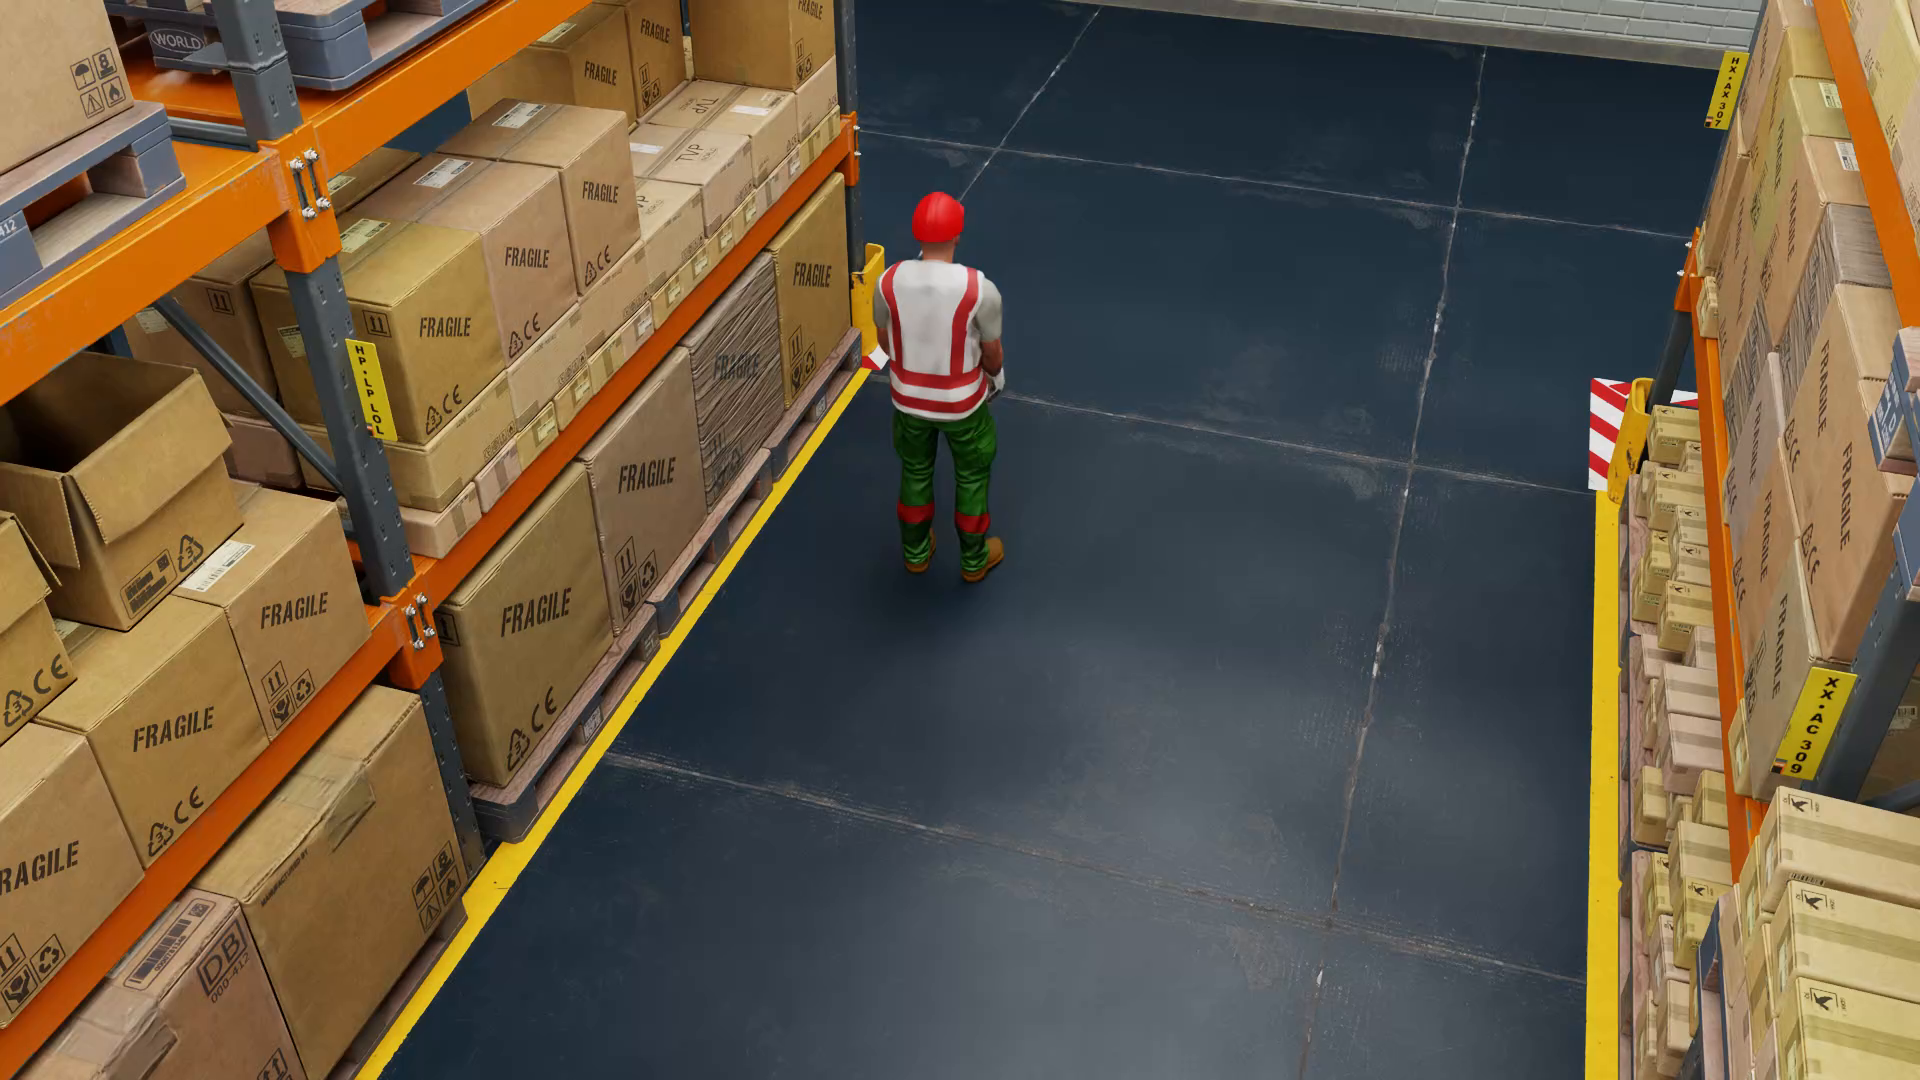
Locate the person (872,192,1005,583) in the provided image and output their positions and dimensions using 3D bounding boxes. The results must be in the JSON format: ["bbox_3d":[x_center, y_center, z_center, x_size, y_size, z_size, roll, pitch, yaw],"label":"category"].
[{"bbox_3d":[-4.873,1.930,3.539,7.342,1.791,11.342,10,38,13],"label":"person"}]
